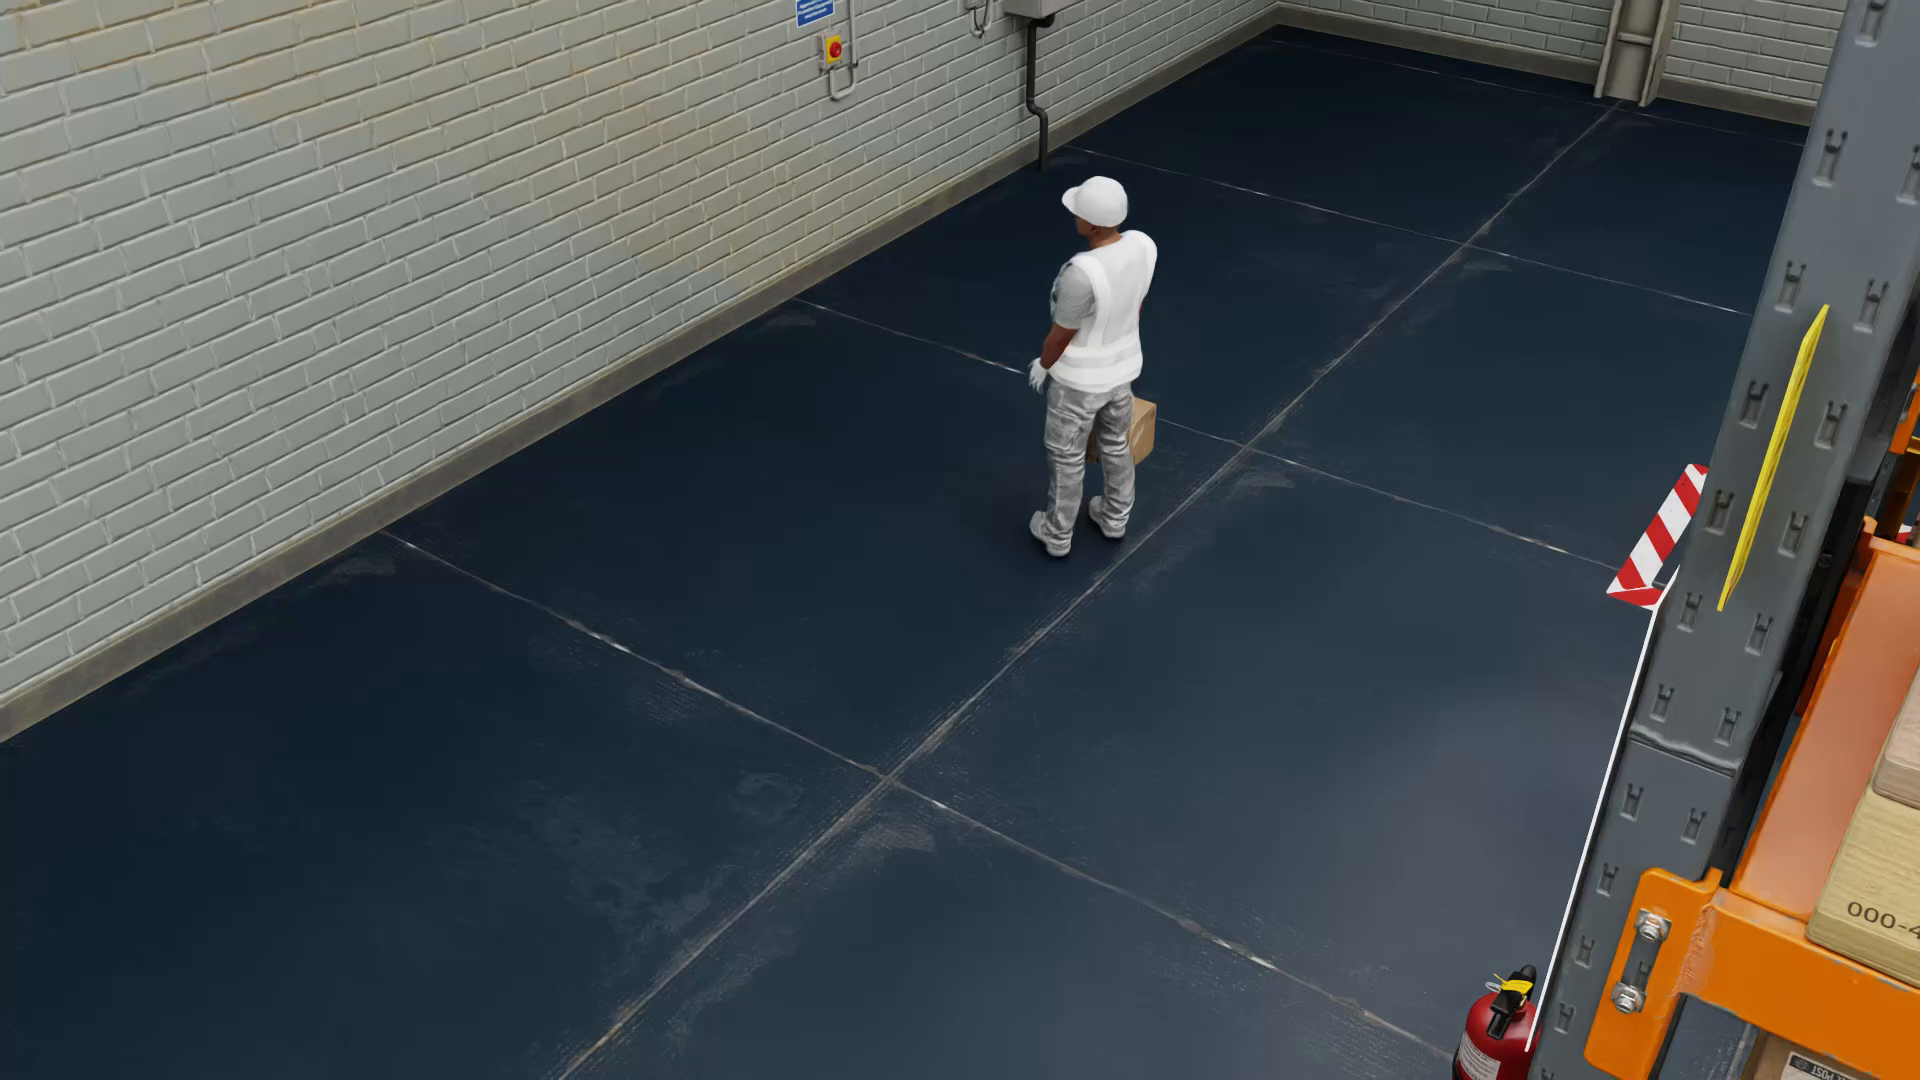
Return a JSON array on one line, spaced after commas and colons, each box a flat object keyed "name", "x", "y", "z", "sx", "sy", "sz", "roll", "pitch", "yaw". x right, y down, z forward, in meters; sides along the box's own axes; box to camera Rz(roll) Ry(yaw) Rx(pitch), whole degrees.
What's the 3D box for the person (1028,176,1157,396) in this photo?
[{"name": "person", "x": 0.556, "y": -1.036, "z": 6.950, "sx": 0.436, "sy": 1.061, "sz": 0.550, "roll": 29, "pitch": 44, "yaw": 35}]
